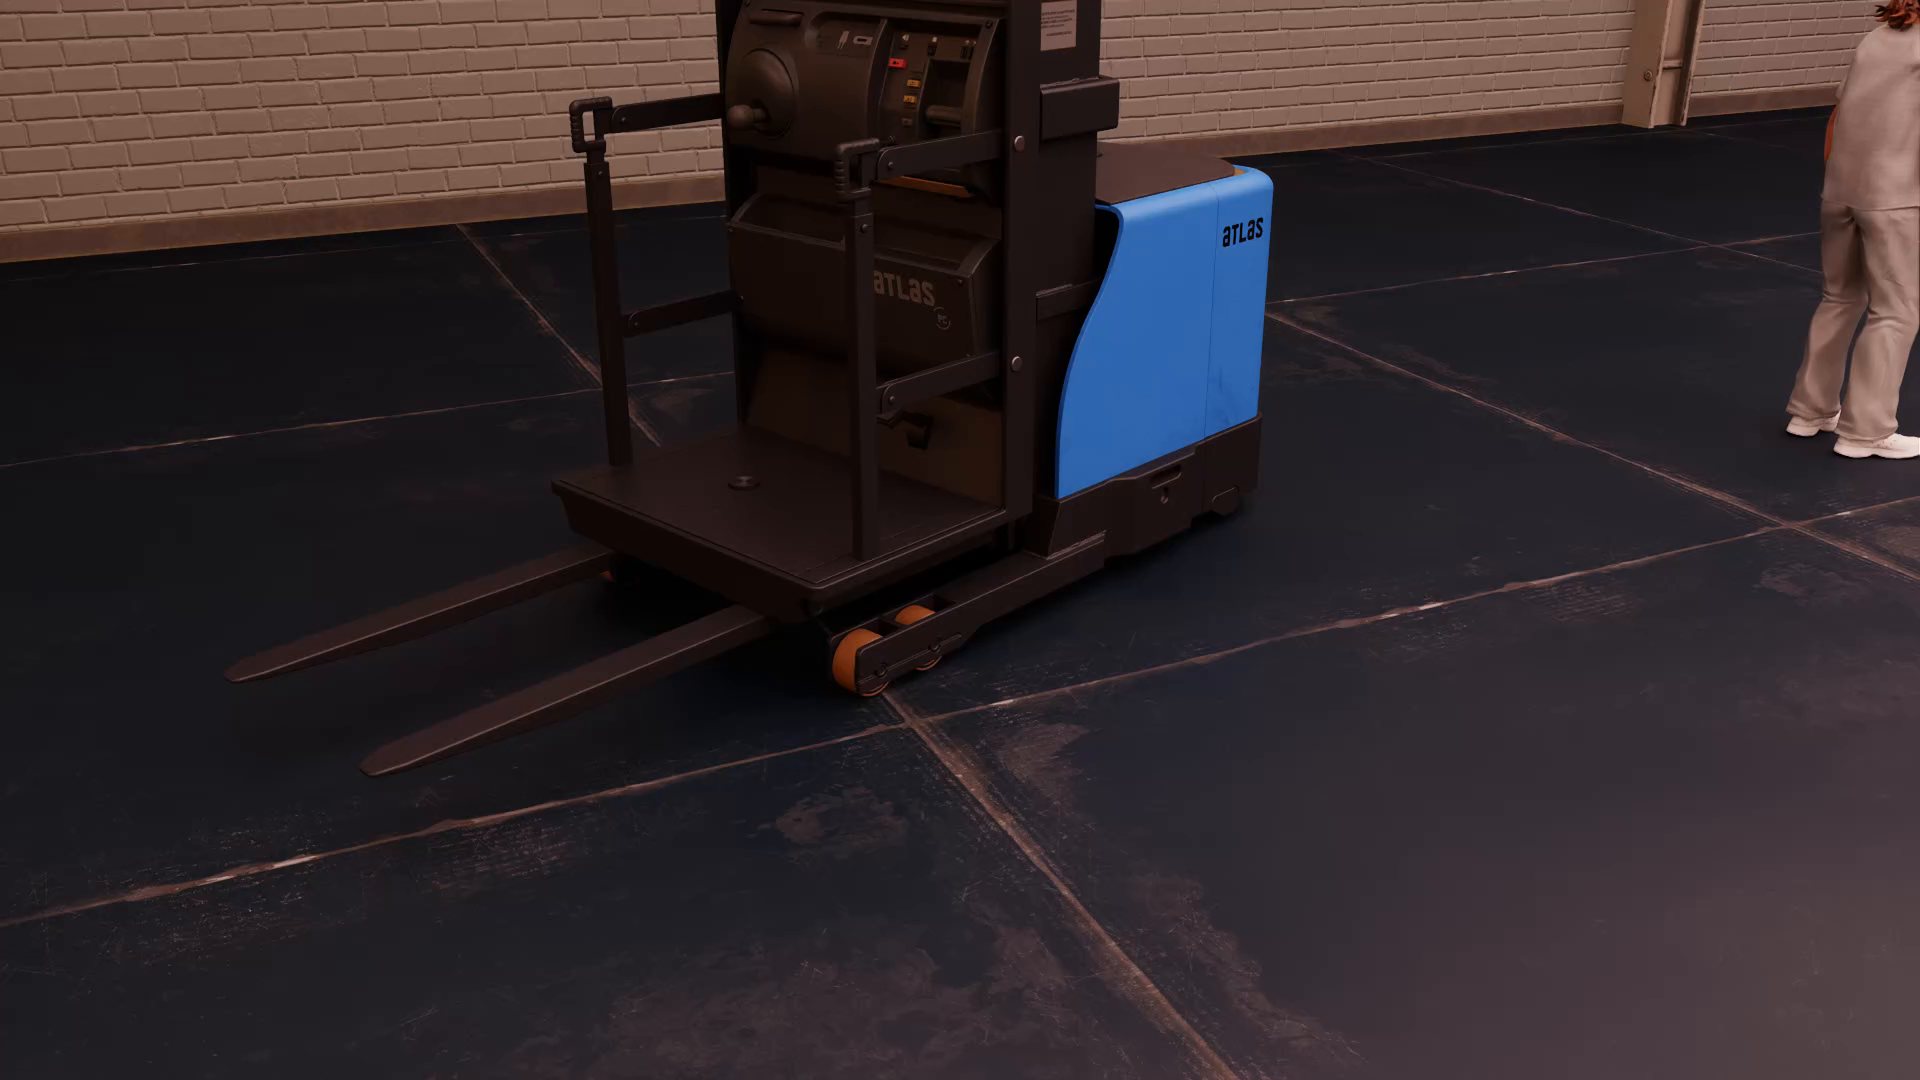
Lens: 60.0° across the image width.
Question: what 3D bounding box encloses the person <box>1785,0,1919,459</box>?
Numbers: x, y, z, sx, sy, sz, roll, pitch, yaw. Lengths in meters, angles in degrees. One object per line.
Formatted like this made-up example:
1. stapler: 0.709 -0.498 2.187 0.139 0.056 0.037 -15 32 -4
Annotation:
1. person: 3.144 -1.132 5.658 0.362 1.668 0.515 -7 24 -17

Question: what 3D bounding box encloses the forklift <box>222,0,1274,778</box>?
1. forklift: -0.413 -1.182 4.131 1.130 2.935 3.031 19 29 39
